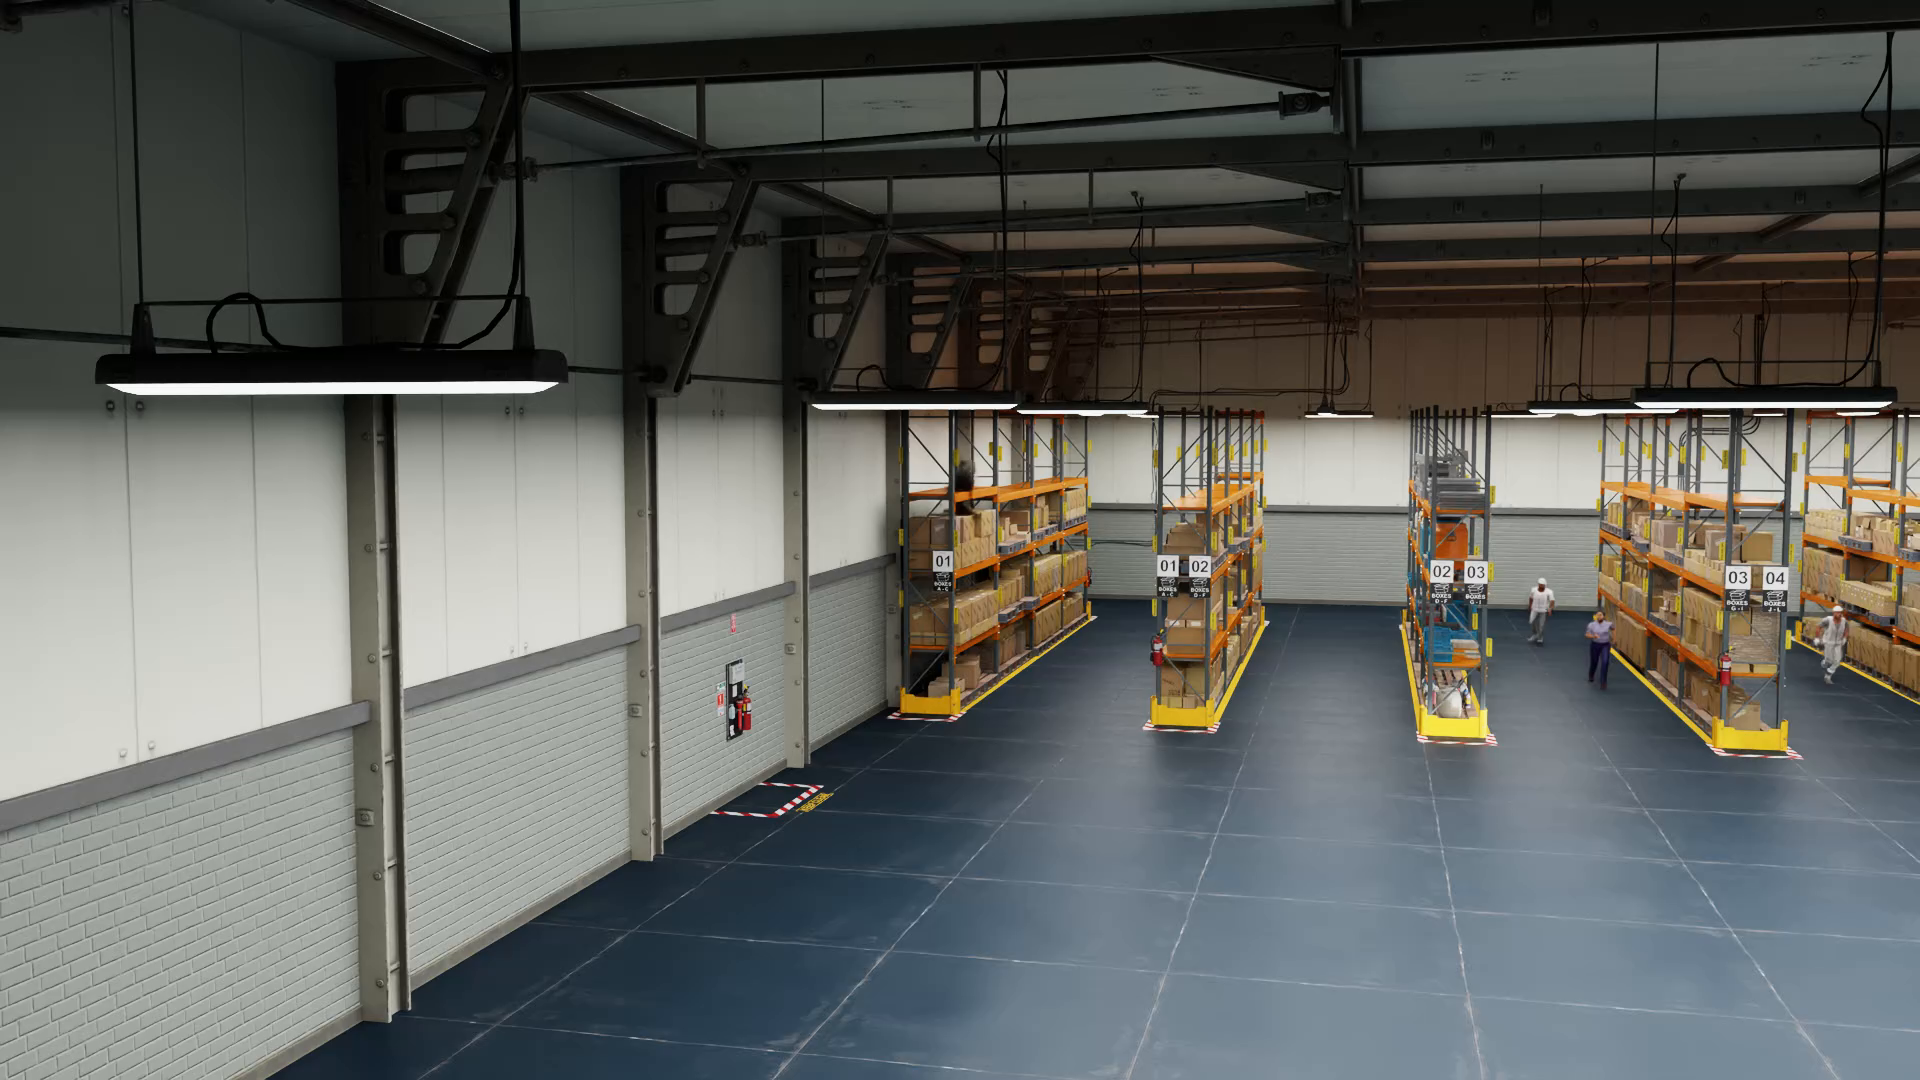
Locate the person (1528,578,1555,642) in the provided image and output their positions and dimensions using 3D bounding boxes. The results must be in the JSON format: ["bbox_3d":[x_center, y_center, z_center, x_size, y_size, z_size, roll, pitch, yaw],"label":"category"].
[{"bbox_3d":[14.878,1.800,42.604,0.694,1.705,0.736,2,5,28],"label":"person"}]

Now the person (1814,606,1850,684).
[{"bbox_3d":[19.030,2.268,36.289,0.649,1.714,0.707,0,4,-1],"label":"person"}]

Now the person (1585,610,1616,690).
[{"bbox_3d":[13.778,2.343,35.777,0.622,1.690,0.901,1,4,19],"label":"person"}]
